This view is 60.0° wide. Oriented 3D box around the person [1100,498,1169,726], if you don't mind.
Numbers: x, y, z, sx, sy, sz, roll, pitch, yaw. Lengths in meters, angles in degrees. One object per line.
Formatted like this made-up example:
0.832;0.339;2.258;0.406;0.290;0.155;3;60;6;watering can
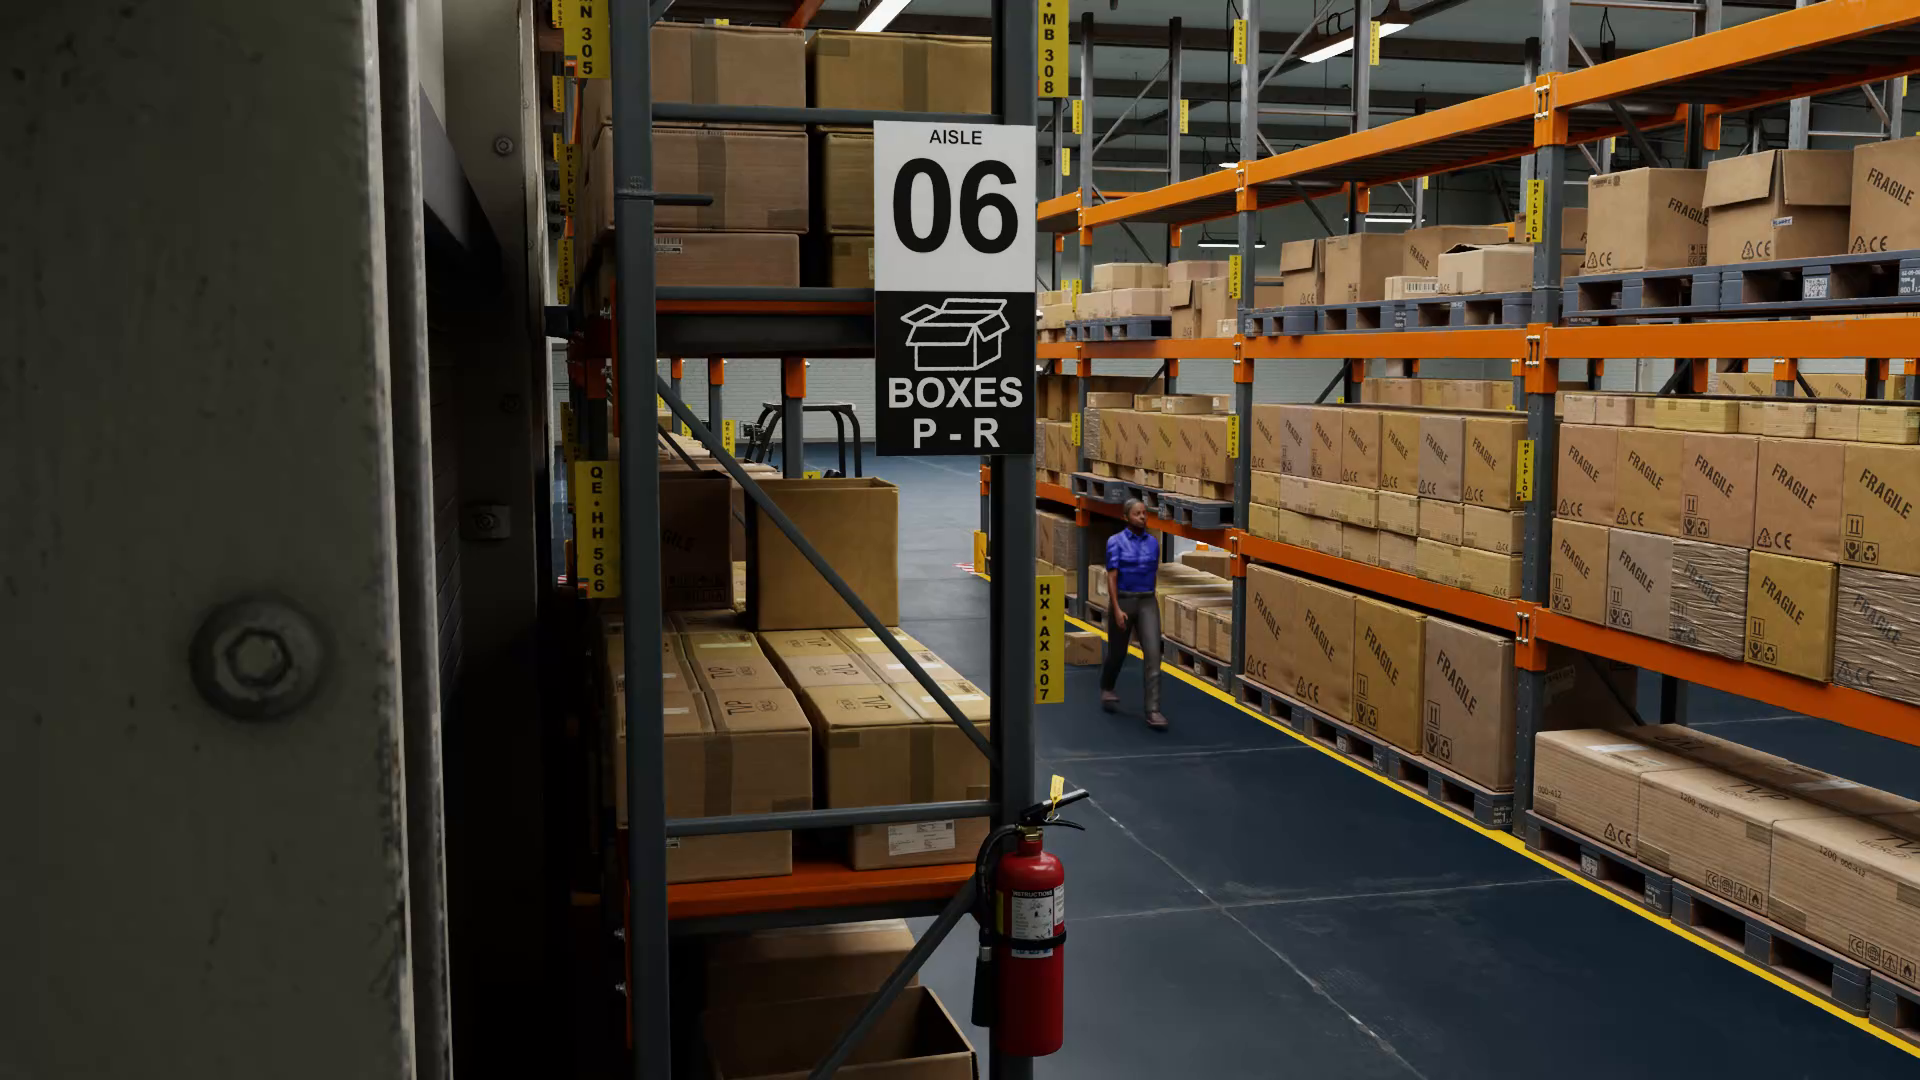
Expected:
1.264;0.498;12.133;0.435;1.602;0.978;-1;6;-12;person
